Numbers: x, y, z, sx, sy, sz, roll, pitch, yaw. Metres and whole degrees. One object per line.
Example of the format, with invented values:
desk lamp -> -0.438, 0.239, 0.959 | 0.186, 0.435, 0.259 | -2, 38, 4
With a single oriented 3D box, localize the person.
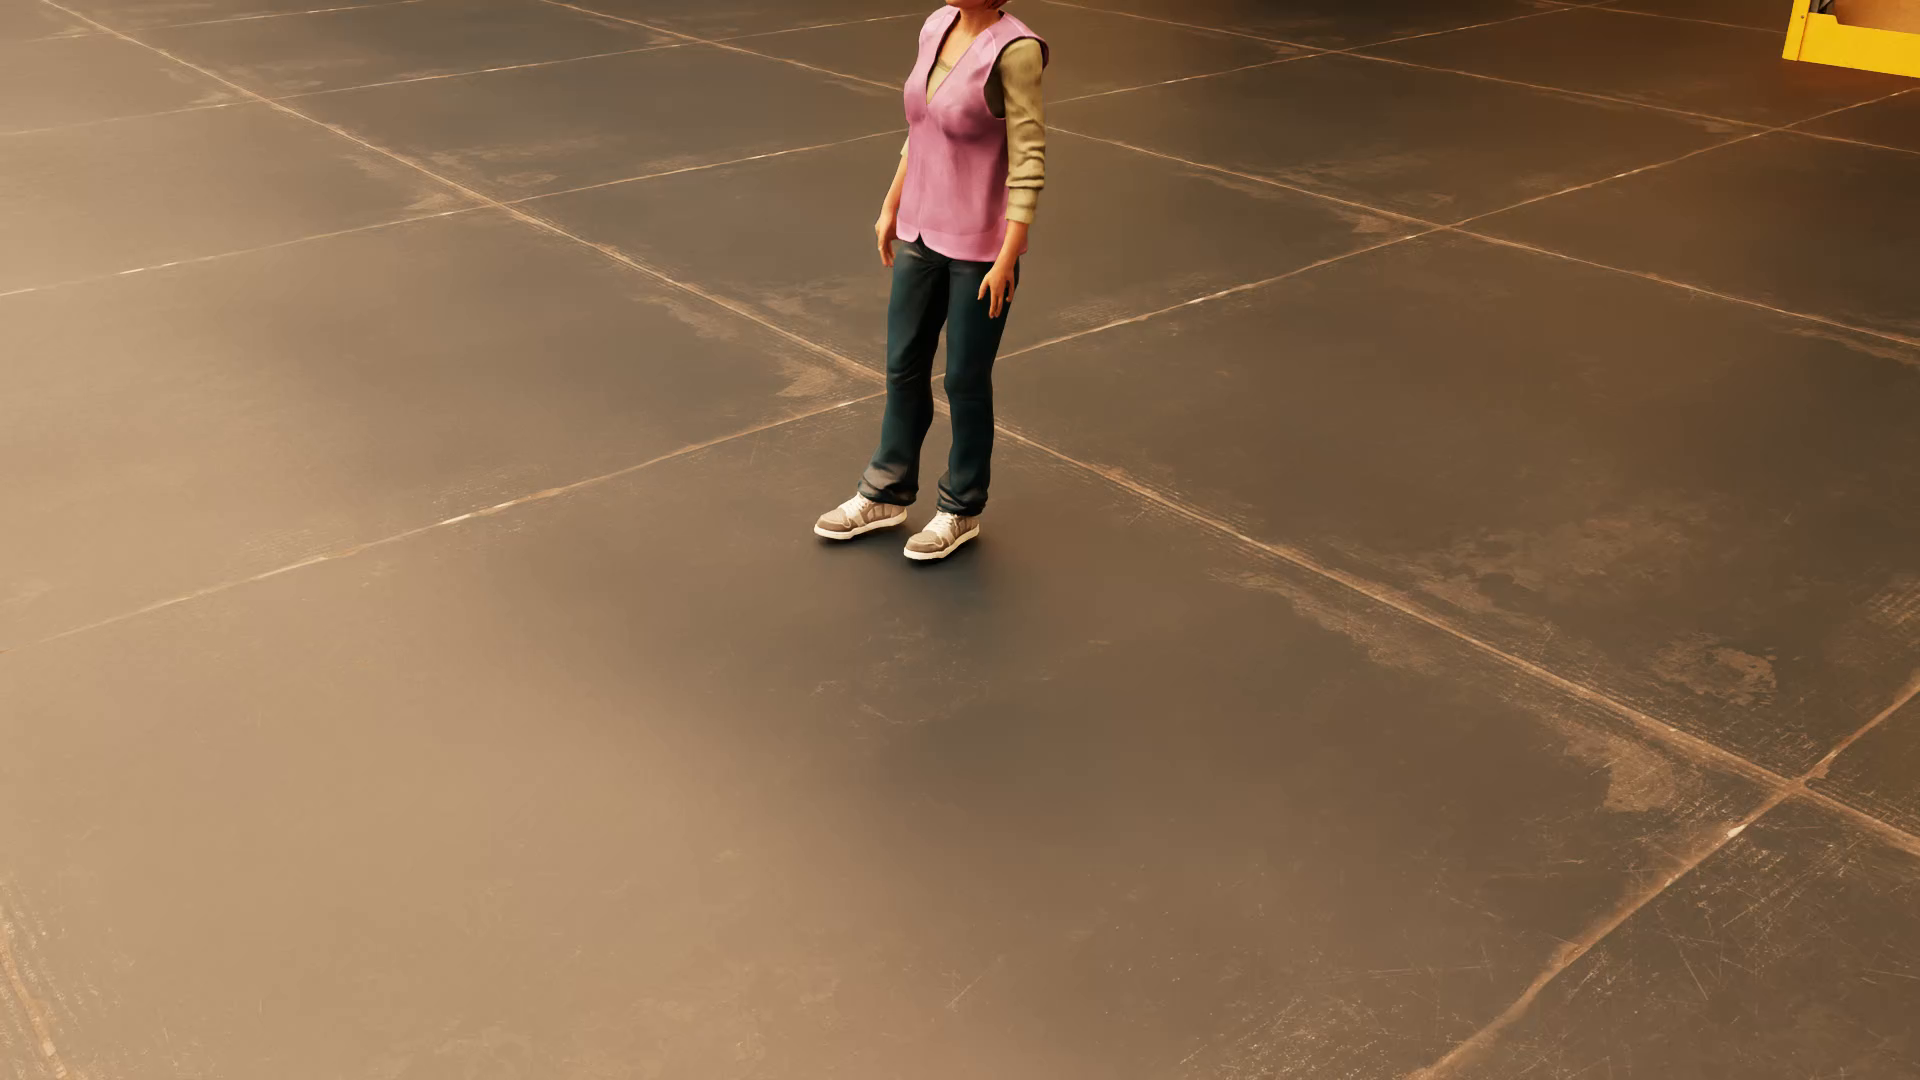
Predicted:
person -> -0.066, -0.705, 4.110 | 0.473, 1.599, 0.521 | -20, 33, -35
